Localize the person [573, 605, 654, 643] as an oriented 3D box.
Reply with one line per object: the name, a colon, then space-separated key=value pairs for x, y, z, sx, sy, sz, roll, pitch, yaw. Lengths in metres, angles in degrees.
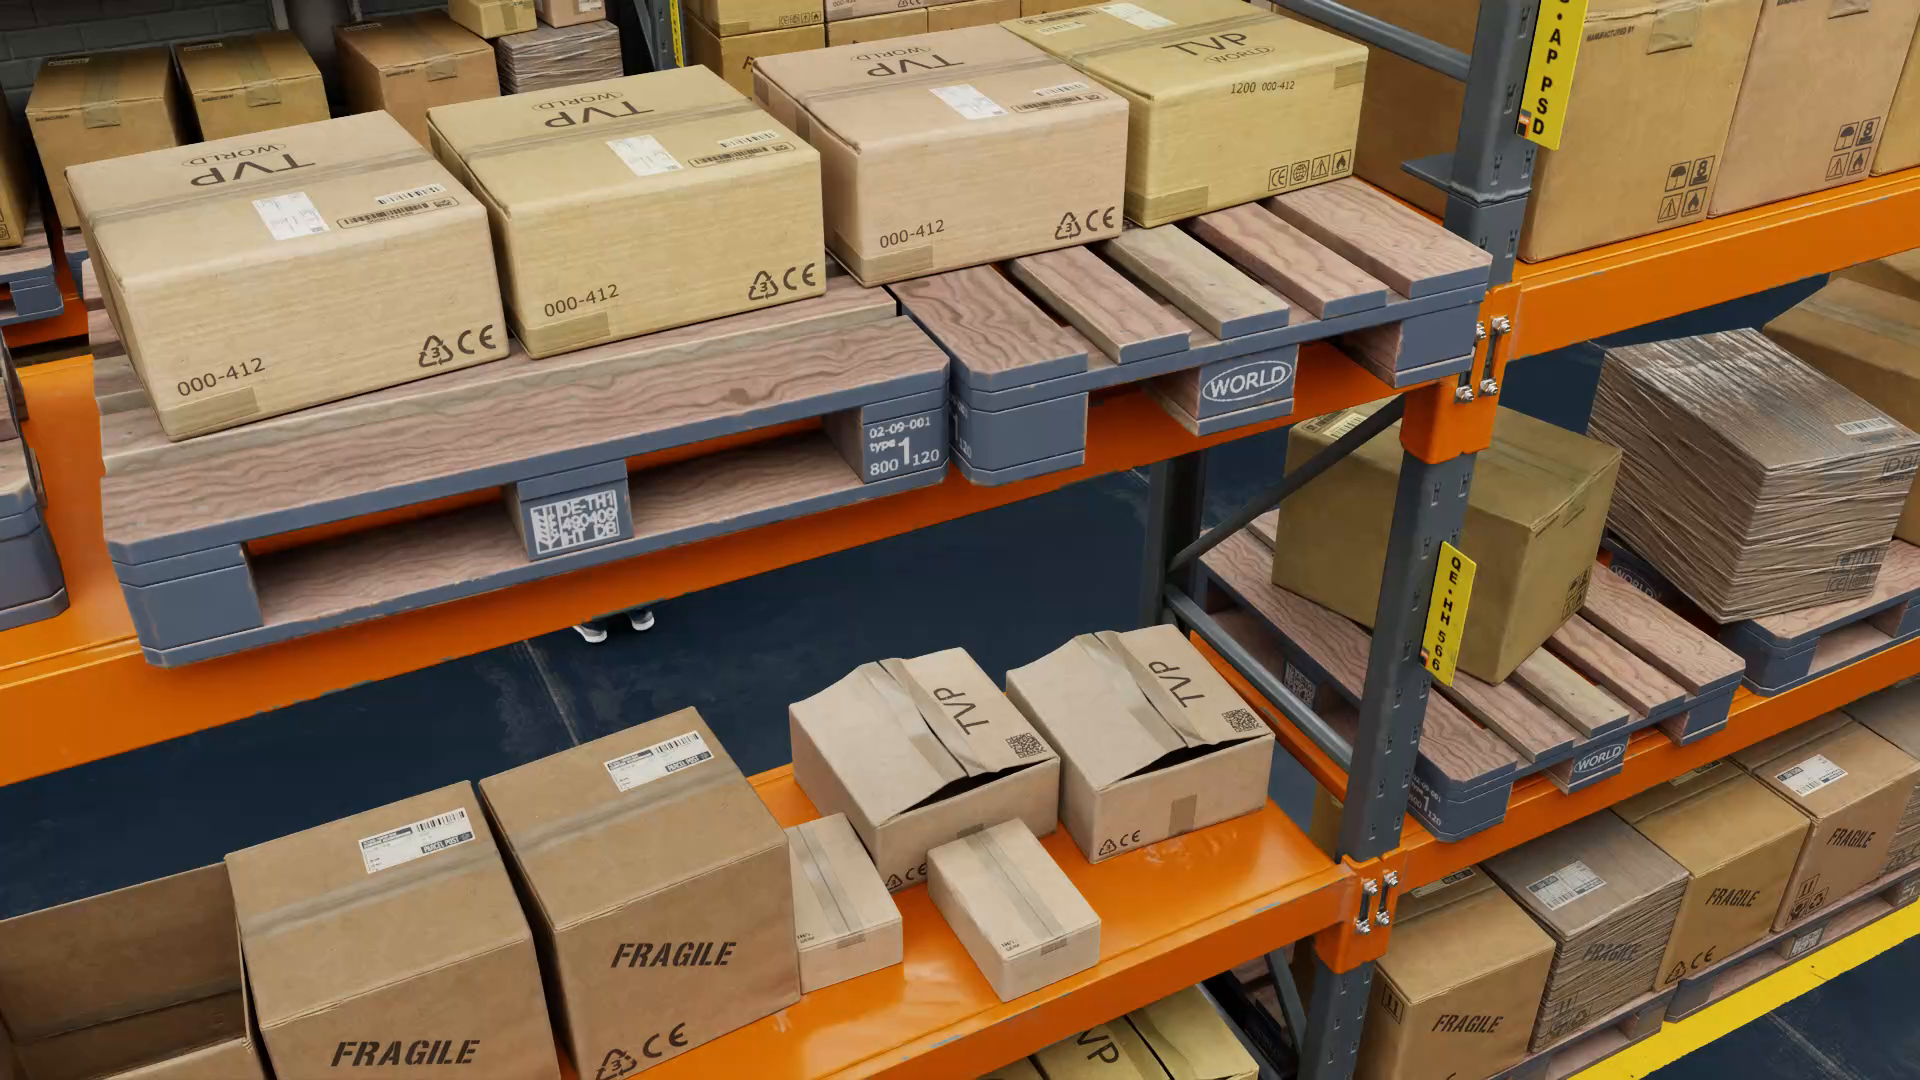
person: x=-1.535 y=-0.110 z=6.816 sx=0.459 sy=1.048 sz=0.762 roll=-16 pitch=37 yaw=-23
